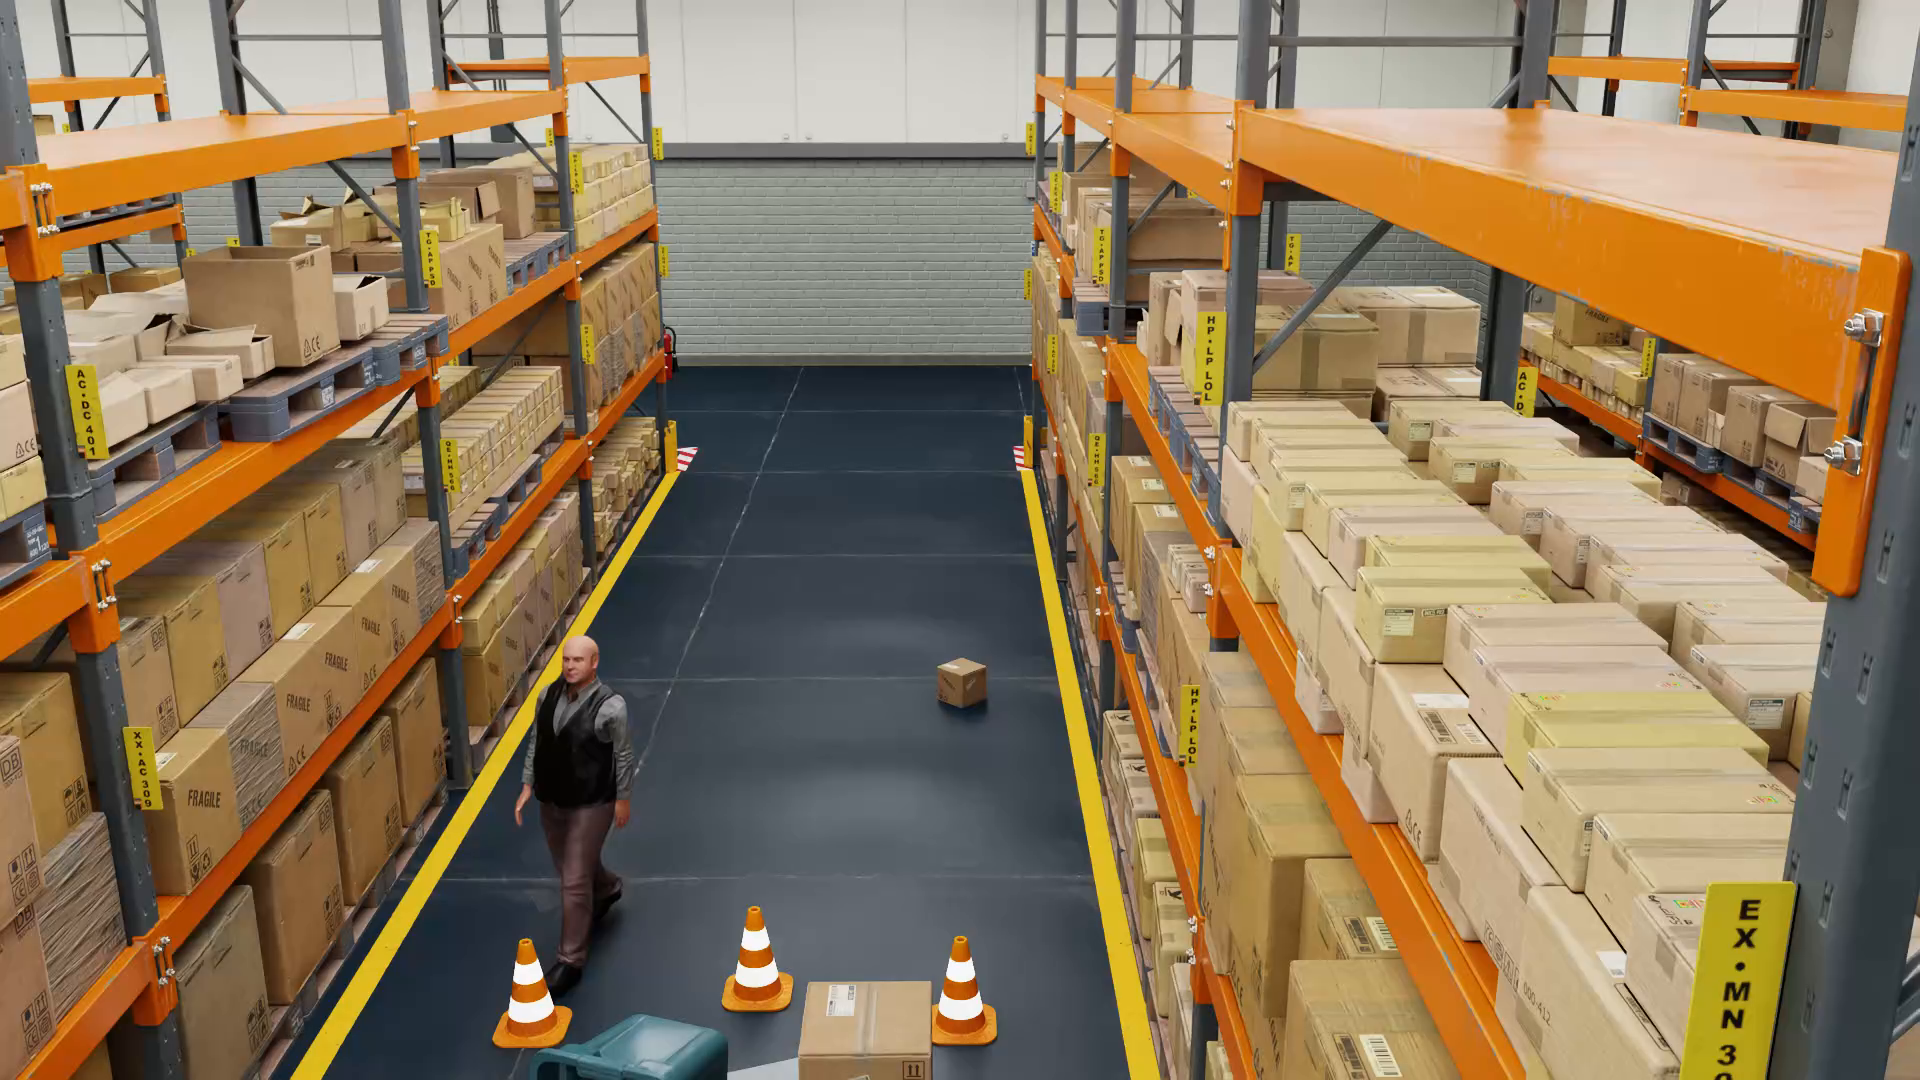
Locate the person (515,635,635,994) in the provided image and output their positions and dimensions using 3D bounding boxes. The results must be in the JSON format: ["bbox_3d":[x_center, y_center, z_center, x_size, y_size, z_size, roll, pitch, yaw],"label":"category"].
[{"bbox_3d":[-1.948,1.314,8.306,0.536,1.684,0.904,9,19,27],"label":"person"}]
